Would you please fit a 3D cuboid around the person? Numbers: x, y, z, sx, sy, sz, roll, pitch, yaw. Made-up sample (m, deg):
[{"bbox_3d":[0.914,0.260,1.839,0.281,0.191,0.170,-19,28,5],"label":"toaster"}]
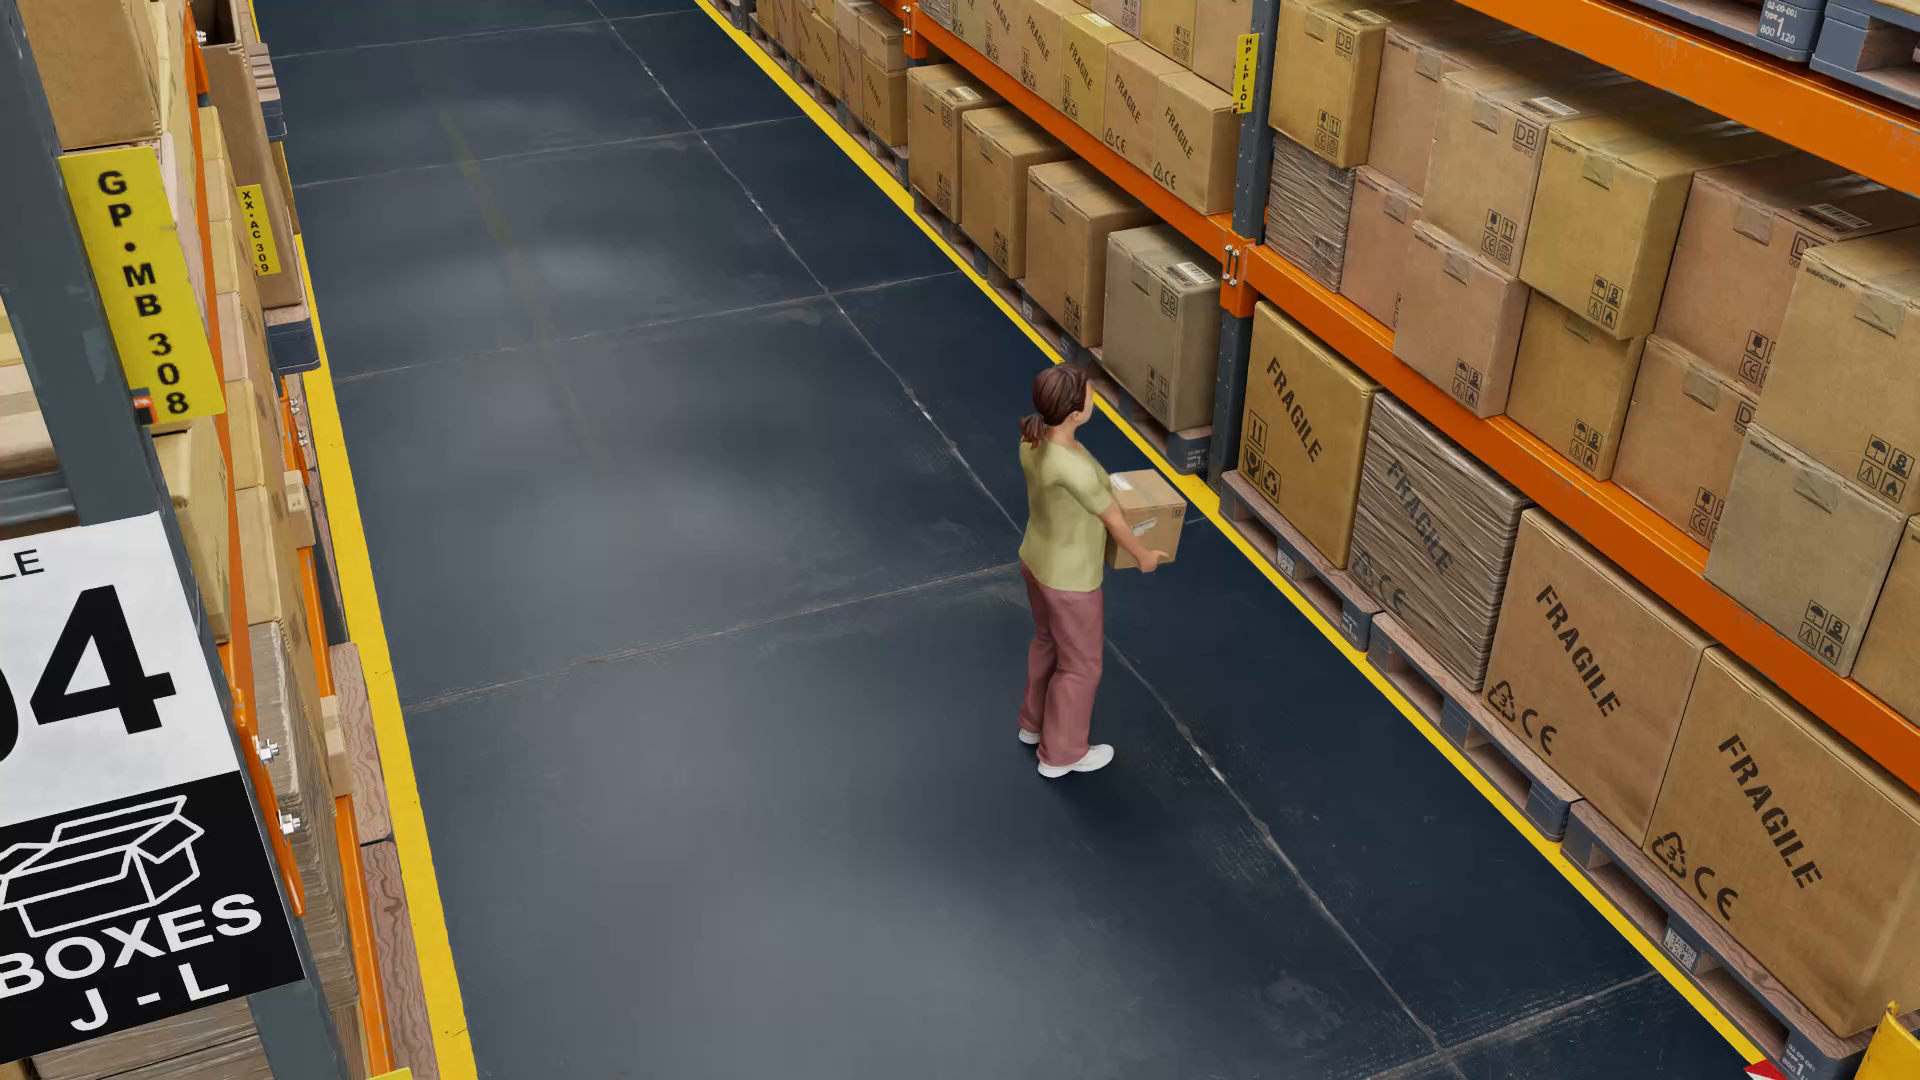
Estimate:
[{"bbox_3d":[0.446,0.098,6.005,0.538,1.668,0.404,-13,36,-19],"label":"person"}]
